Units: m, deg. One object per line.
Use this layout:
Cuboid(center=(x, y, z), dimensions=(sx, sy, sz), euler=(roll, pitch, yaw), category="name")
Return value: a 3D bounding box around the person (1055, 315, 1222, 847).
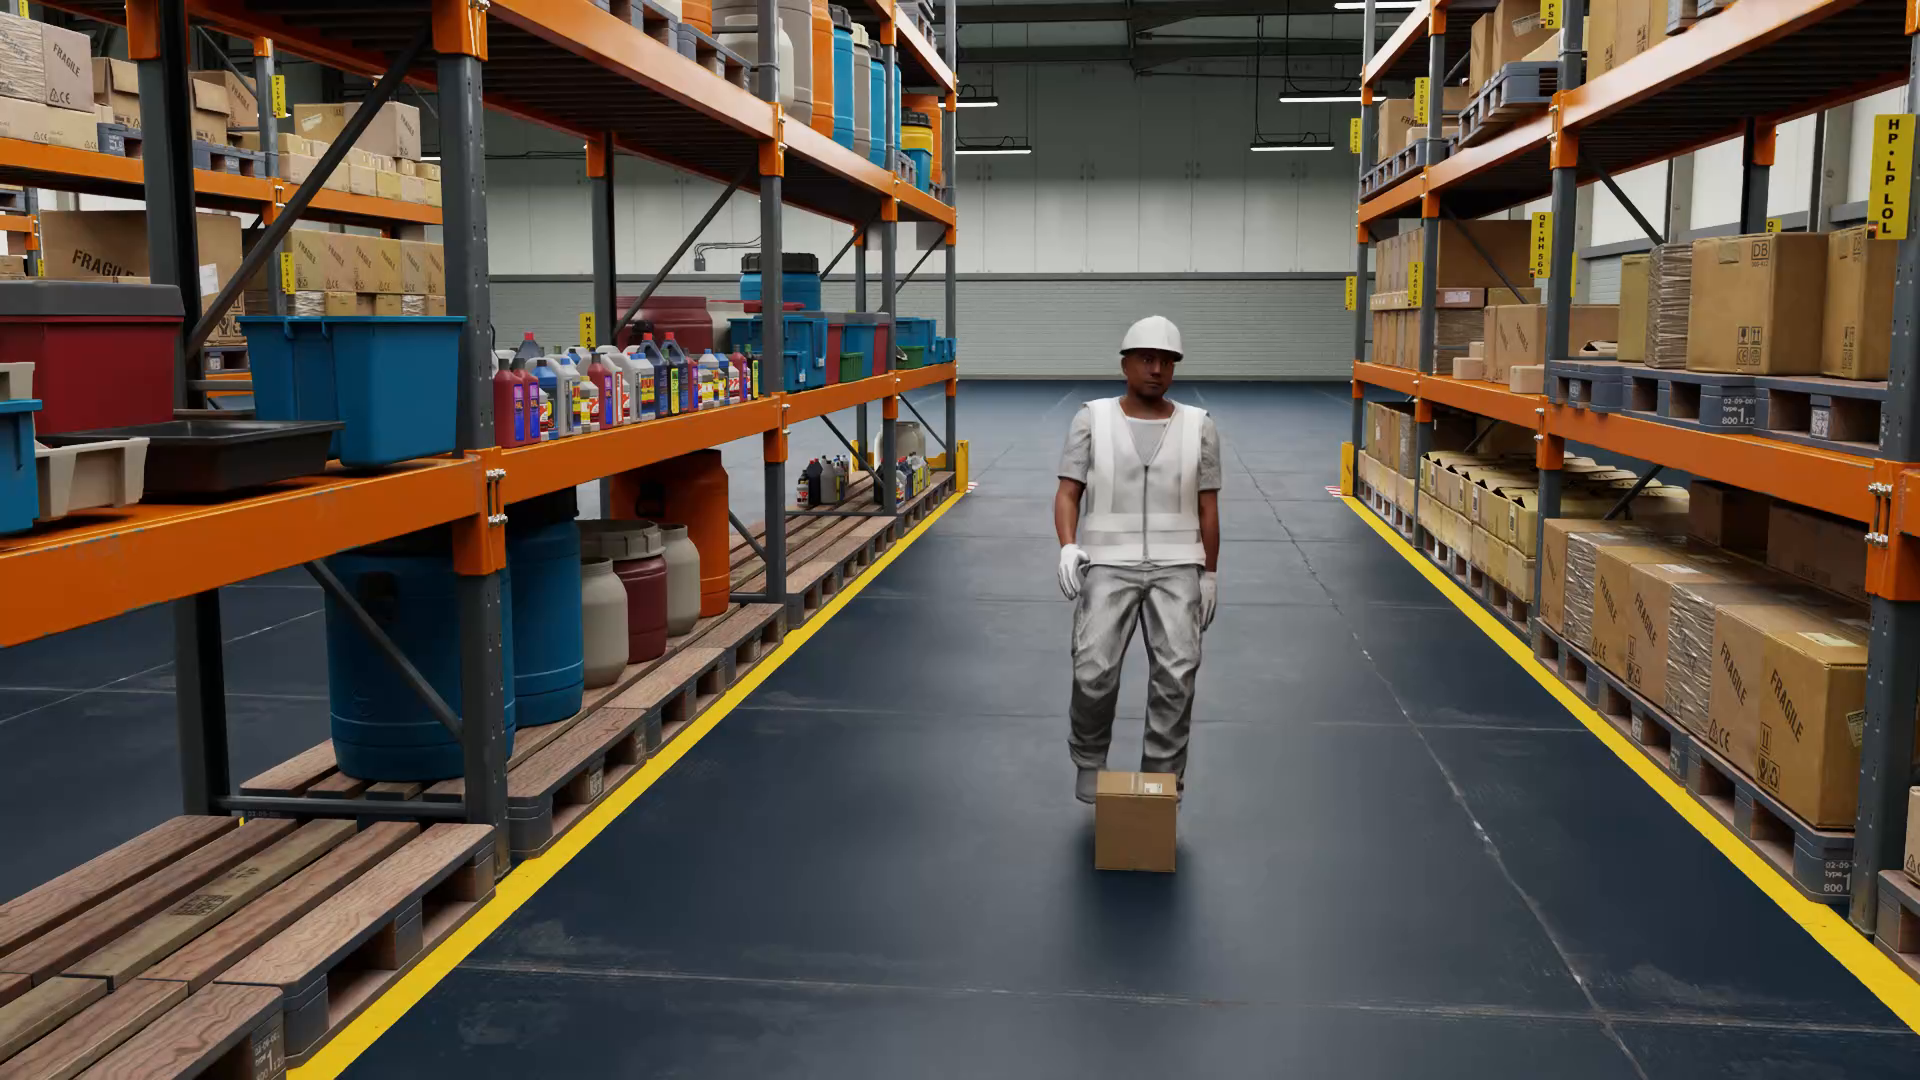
Cuboid(center=(0.609, 0.116, 5.585), dimensions=(0.576, 1.728, 0.630), euler=(0, 7, 1), category="person")
